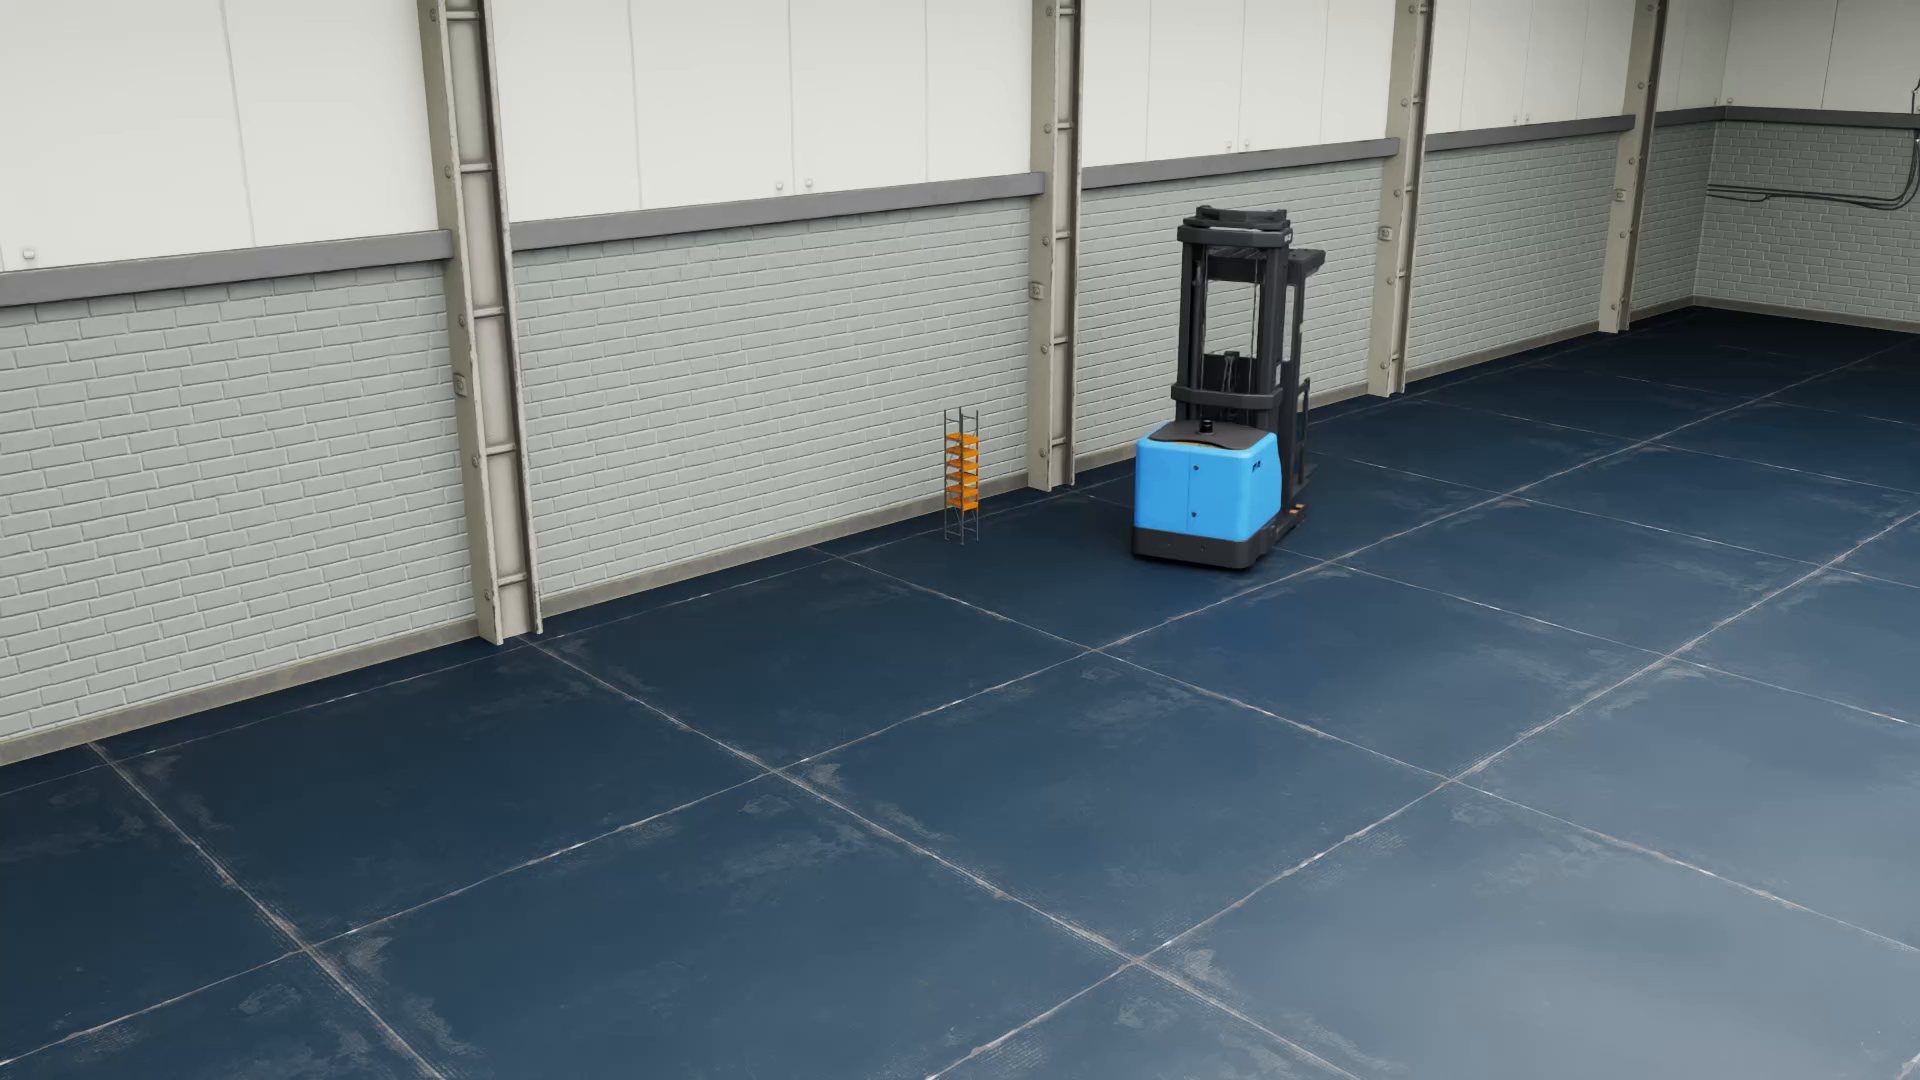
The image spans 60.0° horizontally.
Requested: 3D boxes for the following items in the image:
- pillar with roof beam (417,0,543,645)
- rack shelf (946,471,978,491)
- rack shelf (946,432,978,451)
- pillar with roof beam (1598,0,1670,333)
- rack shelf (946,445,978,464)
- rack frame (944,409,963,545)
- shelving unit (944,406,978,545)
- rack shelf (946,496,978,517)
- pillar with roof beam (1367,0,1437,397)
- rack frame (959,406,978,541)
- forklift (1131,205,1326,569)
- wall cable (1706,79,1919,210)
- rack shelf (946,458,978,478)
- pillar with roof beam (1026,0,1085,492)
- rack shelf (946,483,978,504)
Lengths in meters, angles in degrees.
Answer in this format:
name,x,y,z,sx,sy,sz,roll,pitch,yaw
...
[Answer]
name,x,y,z,sx,sy,sz,roll,pitch,yaw
pillar with roof beam,-0.495,-2.598,8.408,0.400,9.000,9.100,-16,24,-41
rack shelf,0.011,-0.532,14.823,0.180,0.103,0.258,-16,24,-41
rack shelf,0.011,-0.874,14.712,0.180,0.103,0.258,-16,24,-41
pillar with roof beam,12.584,-6.413,20.172,0.400,9.000,9.100,-16,24,-41
rack shelf,0.011,-0.760,14.749,0.180,0.103,0.258,-16,24,-41
rack frame,-0.056,-0.554,14.749,0.006,1.200,0.240,-16,24,-41
shelving unit,0.011,-0.574,14.809,0.189,1.200,0.258,-16,24,-41
rack shelf,0.011,-0.303,14.897,0.180,0.103,0.258,-16,24,-41
pillar with roof beam,8.224,-5.141,16.251,0.400,9.000,9.100,-16,24,-41
rack frame,0.077,-0.593,14.869,0.006,1.200,0.240,-16,24,-41
forklift,2.597,-1.564,15.055,1.130,2.935,3.031,9,20,25
wall cable,12.675,-6.228,24.638,0.112,2.526,3.097,-16,24,-41
rack shelf,0.011,-0.646,14.786,0.180,0.103,0.258,-16,24,-41
pillar with roof beam,3.864,-3.870,12.330,0.400,9.000,9.100,-16,24,-41
rack shelf,0.011,-0.417,14.860,0.180,0.103,0.258,-16,24,-41
